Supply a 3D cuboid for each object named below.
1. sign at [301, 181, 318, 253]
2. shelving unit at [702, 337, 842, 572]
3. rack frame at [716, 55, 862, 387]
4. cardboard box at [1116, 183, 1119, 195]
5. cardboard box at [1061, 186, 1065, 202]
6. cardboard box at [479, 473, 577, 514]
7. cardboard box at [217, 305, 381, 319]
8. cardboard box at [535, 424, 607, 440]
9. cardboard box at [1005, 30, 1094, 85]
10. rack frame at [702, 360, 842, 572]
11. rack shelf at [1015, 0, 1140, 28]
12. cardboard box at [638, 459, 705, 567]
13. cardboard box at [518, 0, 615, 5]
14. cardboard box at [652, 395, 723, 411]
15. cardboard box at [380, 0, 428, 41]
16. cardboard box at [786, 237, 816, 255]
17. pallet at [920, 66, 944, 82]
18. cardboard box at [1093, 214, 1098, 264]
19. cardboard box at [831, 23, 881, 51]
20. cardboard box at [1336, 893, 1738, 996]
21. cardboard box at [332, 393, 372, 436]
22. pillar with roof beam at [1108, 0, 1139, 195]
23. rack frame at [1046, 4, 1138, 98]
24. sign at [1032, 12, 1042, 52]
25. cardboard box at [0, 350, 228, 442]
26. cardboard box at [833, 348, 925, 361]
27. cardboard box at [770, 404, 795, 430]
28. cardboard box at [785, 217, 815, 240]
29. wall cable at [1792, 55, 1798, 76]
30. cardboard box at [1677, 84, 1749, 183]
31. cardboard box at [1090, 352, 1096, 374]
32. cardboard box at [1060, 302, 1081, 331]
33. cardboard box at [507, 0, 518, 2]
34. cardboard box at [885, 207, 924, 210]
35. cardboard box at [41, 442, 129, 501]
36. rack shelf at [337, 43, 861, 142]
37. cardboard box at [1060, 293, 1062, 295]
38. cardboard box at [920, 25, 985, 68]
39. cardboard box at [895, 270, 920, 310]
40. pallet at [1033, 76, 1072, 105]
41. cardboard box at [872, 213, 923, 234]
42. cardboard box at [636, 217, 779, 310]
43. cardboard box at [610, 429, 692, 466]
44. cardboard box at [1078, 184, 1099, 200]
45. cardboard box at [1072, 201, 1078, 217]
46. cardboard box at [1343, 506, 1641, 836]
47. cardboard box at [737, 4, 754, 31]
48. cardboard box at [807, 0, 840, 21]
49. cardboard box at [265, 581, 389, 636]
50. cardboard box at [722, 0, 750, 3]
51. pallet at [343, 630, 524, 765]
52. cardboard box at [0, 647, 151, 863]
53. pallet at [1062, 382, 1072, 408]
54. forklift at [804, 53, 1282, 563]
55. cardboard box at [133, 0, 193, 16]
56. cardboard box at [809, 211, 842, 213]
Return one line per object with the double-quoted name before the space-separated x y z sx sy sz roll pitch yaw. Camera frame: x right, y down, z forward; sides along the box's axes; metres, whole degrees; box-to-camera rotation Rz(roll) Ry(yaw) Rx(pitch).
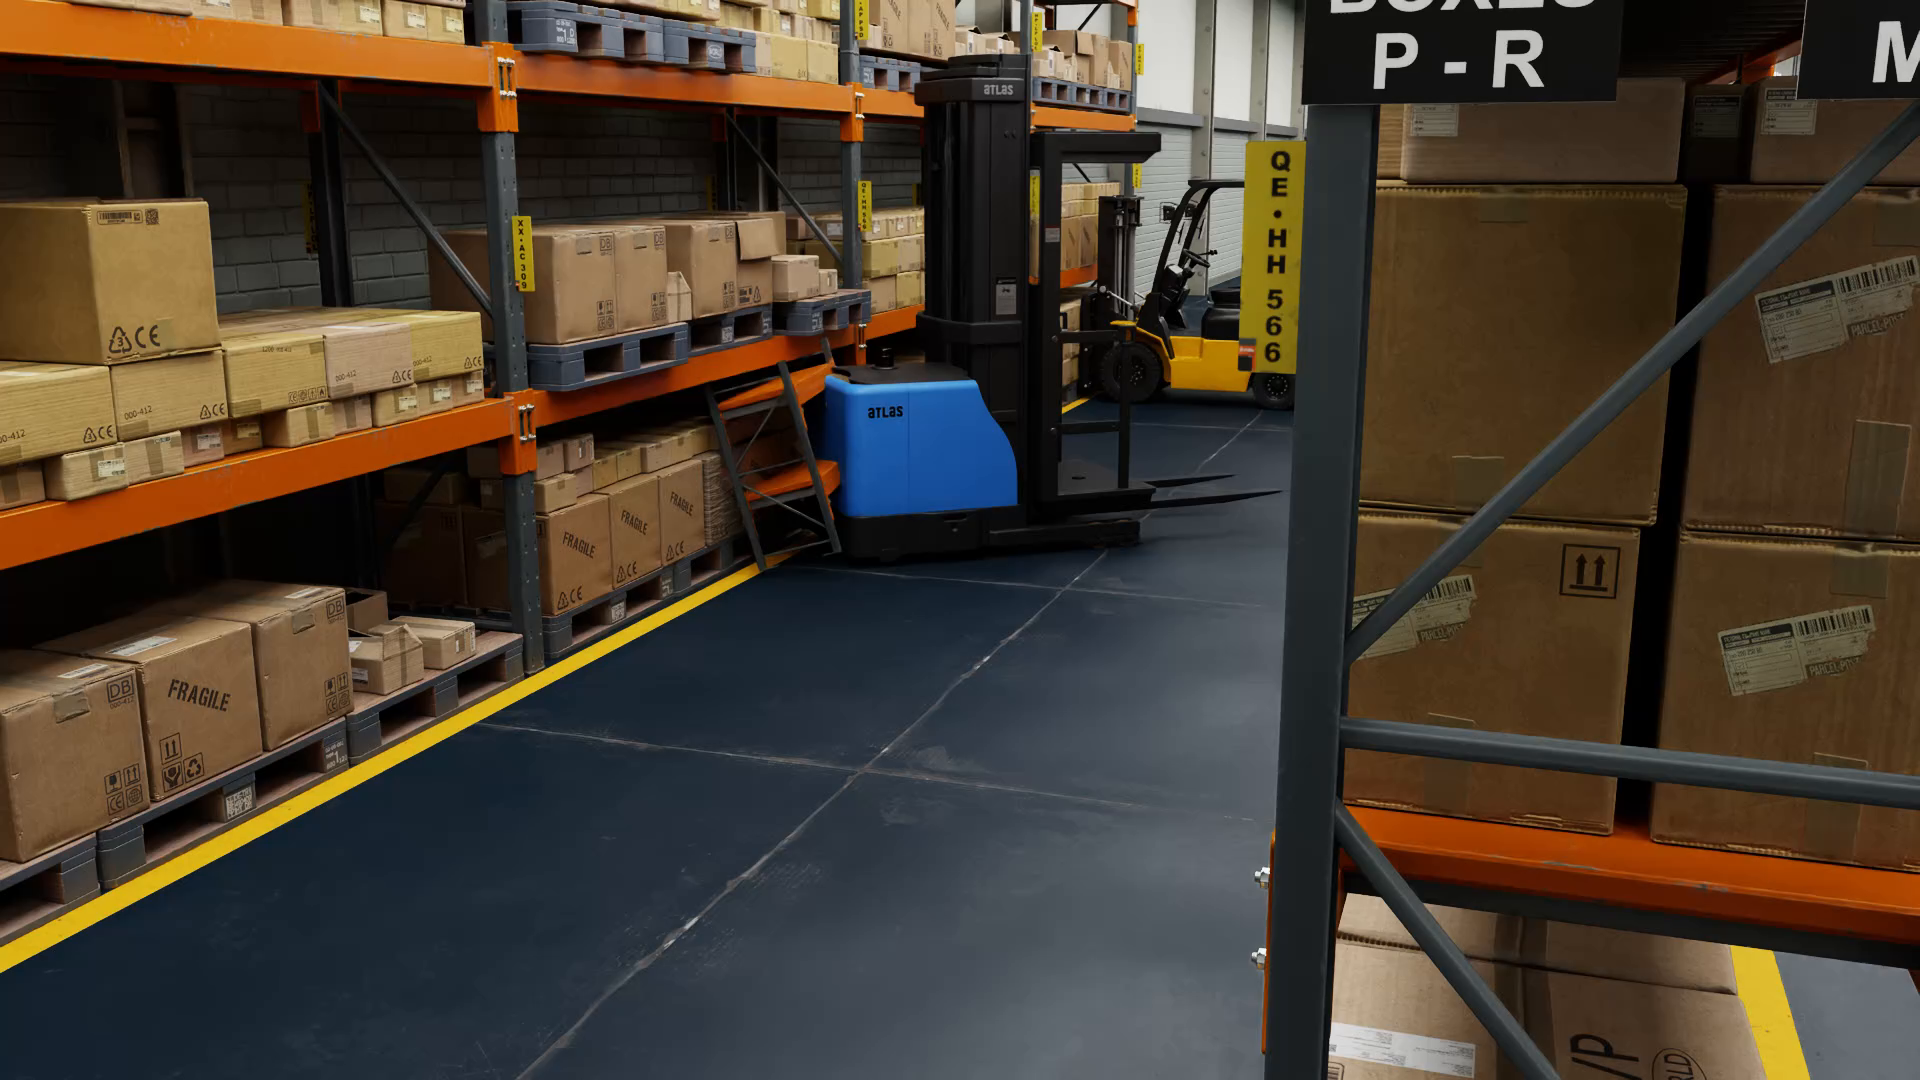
"sign" -2.970 -1.481 7.632 0.100 0.325 0.005 4 14 18
"shelving unit" -0.984 -0.532 9.874 0.538 1.125 1.048 -13 11 12
"rack frame" -1.149 -1.719 11.279 1.000 3.000 0.127 4 14 18
"cardboard box" 1.523 -3.823 18.146 0.380 0.149 0.250 4 14 19
"cardboard box" 0.782 -3.280 15.766 0.380 0.149 0.250 5 14 20
"cardboard box" -2.076 -0.236 7.995 0.380 0.149 0.250 5 14 21
"cardboard box" -2.859 -0.864 7.201 0.500 0.250 0.500 4 14 18
"cardboard box" -2.219 -0.553 9.386 0.380 0.149 0.250 5 14 19
"cardboard box" 0.875 -4.730 16.330 0.797 0.503 0.637 5 14 20
"rack frame" -1.061 -0.410 9.387 0.500 1.125 0.032 -13 11 12
"rack shelf" 0.792 -5.362 16.271 1.077 0.370 4.000 4 14 18
"cardboard box" -1.745 -0.166 9.149 0.500 0.500 0.500 4 13 17
"cardboard box" -1.865 -2.617 7.868 0.380 0.149 0.250 4 14 19
"cardboard box" -1.729 -0.822 10.564 0.380 0.149 0.250 5 14 19
"cardboard box" -2.363 -2.069 6.633 0.380 0.149 0.250 4 14 18
"cardboard box" -1.267 -2.004 11.742 0.500 0.250 0.500 5 14 20
"pallet" -0.655 -3.474 12.653 1.003 0.211 1.213 5 14 21
"cardboard box" 1.186 -3.113 17.162 0.500 0.500 0.500 4 13 17
"cardboard box" -0.749 -3.373 11.139 0.380 0.166 0.250 4 14 18
"cardboard box" 1.367 1.027 4.062 0.875 0.438 0.875 5 14 20
"cardboard box" -2.543 -0.503 6.515 0.380 0.149 0.250 5 14 20
"pillar with roof beam" 6.376 -7.200 21.810 9.100 9.000 0.400 4 14 18
"rack frame" 1.439 -6.328 17.991 1.000 3.000 0.127 4 14 18
"sign" 0.662 -4.392 14.380 0.100 0.325 0.005 4 14 18
"cardboard box" -2.867 -0.505 5.628 0.500 0.250 0.500 4 13 17
"cardboard box" -0.513 -1.176 13.294 0.875 0.625 0.625 4 13 16
"cardboard box" -1.255 -0.787 10.412 0.380 0.149 0.250 4 13 17
"cardboard box" -1.236 -2.167 11.560 0.380 0.149 0.250 5 14 20
"wall cable" 21.250 -14.059 44.221 2.305 6.003 0.169 4 14 18
"cardboard box" 1.354 -0.646 2.647 0.380 0.149 0.250 5 14 20
"cardboard box" 1.099 -1.826 16.984 0.500 0.250 0.500 5 14 20
"cardboard box" 0.923 -2.205 16.395 0.500 0.250 0.500 5 14 20
"cardboard box" -2.278 -2.650 8.011 0.380 0.149 0.250 4 13 17
"cardboard box" -0.453 -2.707 13.926 0.380 0.149 0.250 4 14 18
"cardboard box" -2.908 -0.229 5.316 0.380 0.149 0.250 4 13 17
"rack shelf" -1.796 -2.410 9.180 1.077 0.370 4.000 4 14 18
"cardboard box" 0.774 -2.458 17.503 0.500 0.250 0.500 4 14 18
"cardboard box" -0.107 -3.902 13.135 0.500 0.311 0.500 4 13 16
"cardboard box" -0.607 -1.827 12.090 0.500 0.250 0.500 4 13 17
"pallet" 0.396 -4.162 15.440 1.003 0.211 1.213 4 14 18
"cardboard box" -0.498 -2.353 12.375 0.380 0.149 0.250 5 14 19
"cardboard box" -1.502 -1.617 9.657 0.797 0.503 0.637 4 13 17
"cardboard box" -1.712 -0.515 9.220 0.380 0.149 0.250 5 14 20
"cardboard box" 1.205 -3.547 16.937 0.380 0.149 0.250 5 14 20
"cardboard box" 0.938 -3.242 16.268 0.380 0.149 0.250 4 13 17
"cardboard box" 0.866 0.153 2.854 0.500 0.500 0.500 4 14 19
"cardboard box" -1.415 -3.000 9.590 0.380 0.149 0.250 4 14 19
"cardboard box" -0.981 -3.354 10.474 0.380 0.149 0.250 5 14 20
"cardboard box" -2.881 0.351 7.307 0.500 0.311 0.500 5 14 20
"cardboard box" -1.400 -3.081 9.277 0.380 0.149 0.250 4 14 19
"pallet" -2.667 0.627 7.266 1.003 0.211 1.213 4 14 18
"cardboard box" -3.137 0.680 5.441 0.700 0.500 0.500 5 14 21
"pallet" 0.442 -1.366 16.000 1.003 0.211 1.213 4 14 18
"forklift" 0.582 -1.479 10.383 3.031 2.935 1.130 -5 14 -21
"cardboard box" -2.751 -1.794 5.429 0.380 0.149 0.250 5 14 20
"cardboard box" -0.942 -2.445 12.777 0.380 0.149 0.250 4 13 17
